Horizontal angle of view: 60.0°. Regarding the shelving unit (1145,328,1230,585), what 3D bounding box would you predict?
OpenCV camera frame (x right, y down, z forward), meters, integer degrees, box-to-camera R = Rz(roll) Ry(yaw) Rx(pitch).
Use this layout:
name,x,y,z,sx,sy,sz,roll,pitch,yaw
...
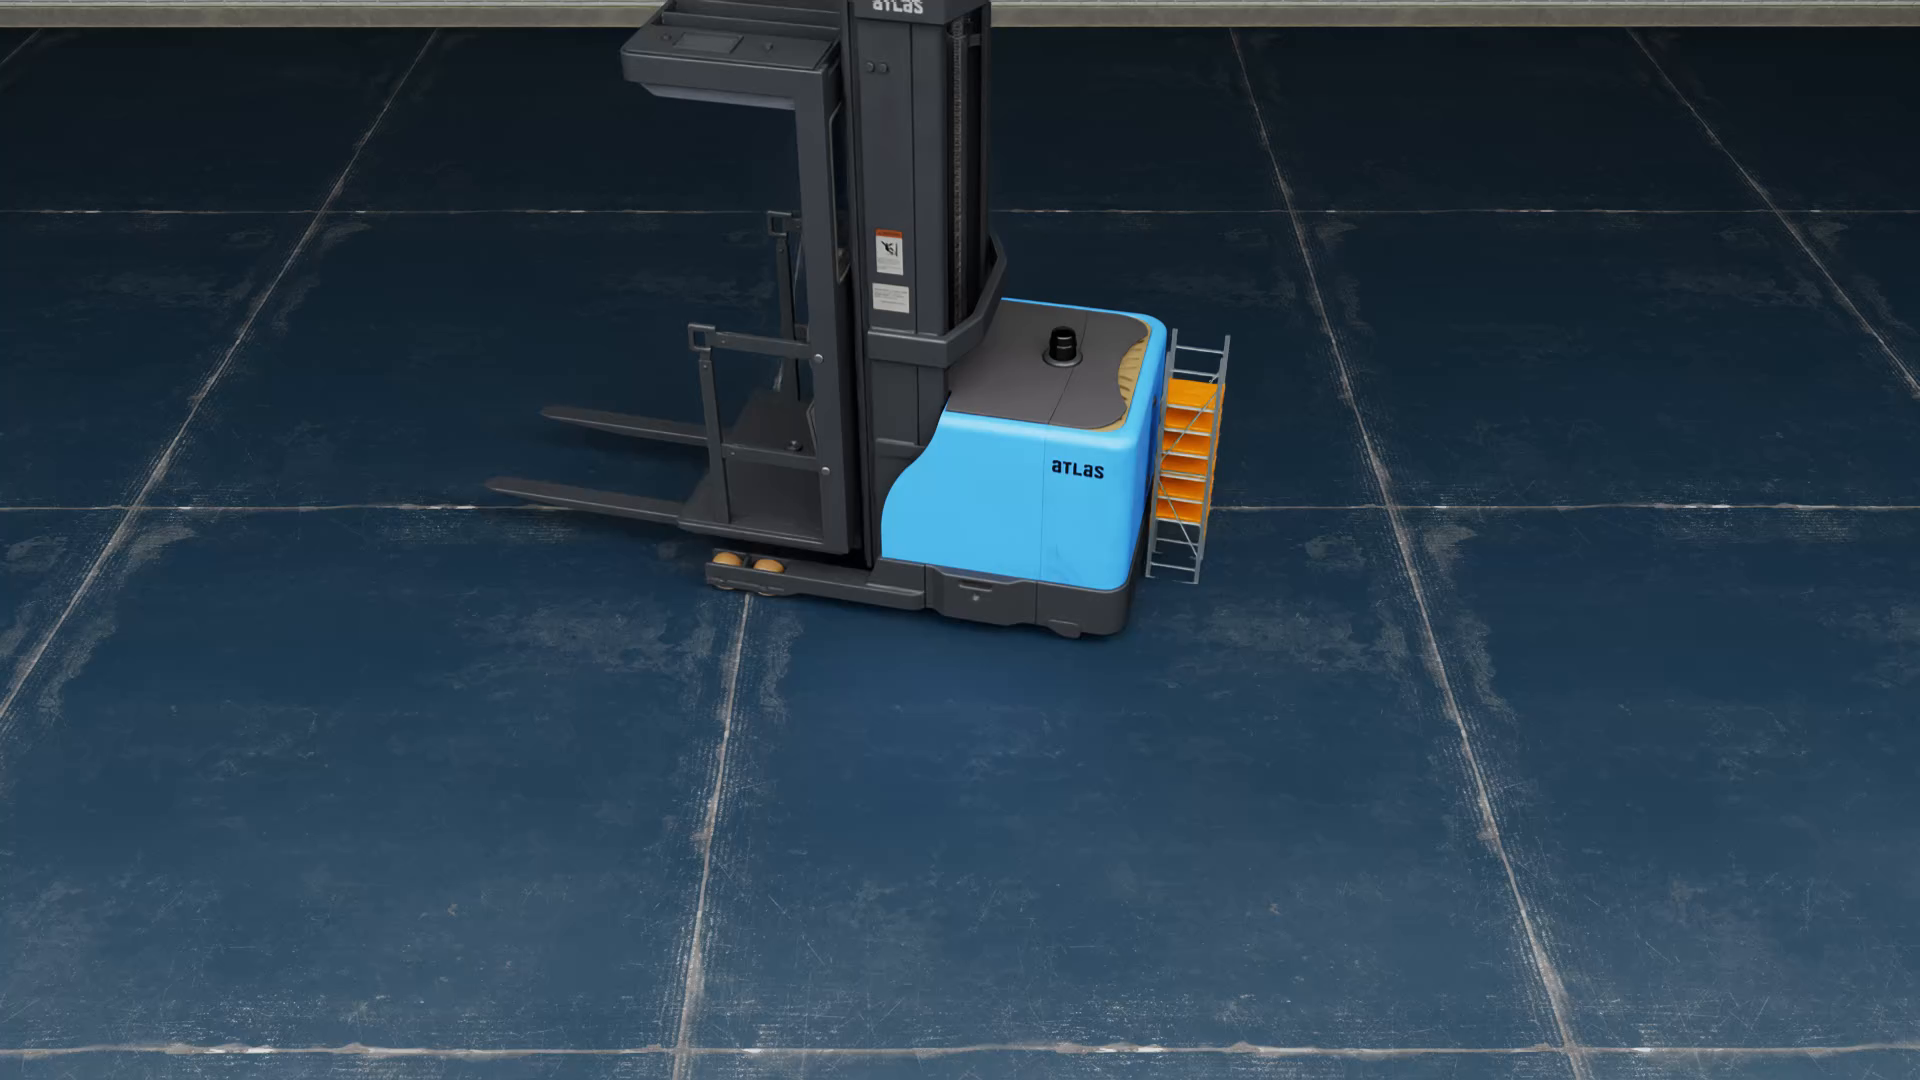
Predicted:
name,x,y,z,sx,sy,sz,roll,pitch,yaw
shelving unit,0.979,-0.339,7.213,0.258,1.200,0.189,9,40,10

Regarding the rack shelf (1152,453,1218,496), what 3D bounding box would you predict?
name,x,y,z,sx,sy,sz,roll,pitch,yaw
rack shelf,0.979,-0.304,7.240,0.258,0.103,0.180,9,40,10

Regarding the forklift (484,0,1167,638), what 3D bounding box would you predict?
name,x,y,z,sx,sy,sz,roll,pitch,yaw
forklift,-0.658,-1.205,6.910,3.031,2.935,1.130,8,39,10

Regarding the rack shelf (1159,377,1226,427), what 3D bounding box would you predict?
name,x,y,z,sx,sy,sz,roll,pitch,yaw
rack shelf,0.981,-0.585,7.015,0.258,0.103,0.180,9,40,10

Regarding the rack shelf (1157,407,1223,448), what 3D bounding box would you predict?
name,x,y,z,sx,sy,sz,roll,pitch,yaw
rack shelf,0.980,-0.492,7.090,0.258,0.103,0.180,9,40,10

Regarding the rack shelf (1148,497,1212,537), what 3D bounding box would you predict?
name,x,y,z,sx,sy,sz,roll,pitch,yaw
rack shelf,0.978,-0.117,7.391,0.258,0.103,0.180,9,40,10

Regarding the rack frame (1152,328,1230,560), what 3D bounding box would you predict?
name,x,y,z,sx,sy,sz,roll,pitch,yaw
rack frame,1.001,-0.395,7.282,0.240,1.200,0.006,9,40,10

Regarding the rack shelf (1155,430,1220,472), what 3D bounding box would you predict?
name,x,y,z,sx,sy,sz,roll,pitch,yaw
rack shelf,0.980,-0.398,7.165,0.258,0.103,0.180,9,40,10

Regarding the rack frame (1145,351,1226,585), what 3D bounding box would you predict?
name,x,y,z,sx,sy,sz,roll,pitch,yaw
rack frame,0.958,-0.283,7.143,0.240,1.200,0.006,9,40,10

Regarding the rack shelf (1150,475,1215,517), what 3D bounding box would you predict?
name,x,y,z,sx,sy,sz,roll,pitch,yaw
rack shelf,0.979,-0.211,7.316,0.258,0.103,0.180,9,40,10
